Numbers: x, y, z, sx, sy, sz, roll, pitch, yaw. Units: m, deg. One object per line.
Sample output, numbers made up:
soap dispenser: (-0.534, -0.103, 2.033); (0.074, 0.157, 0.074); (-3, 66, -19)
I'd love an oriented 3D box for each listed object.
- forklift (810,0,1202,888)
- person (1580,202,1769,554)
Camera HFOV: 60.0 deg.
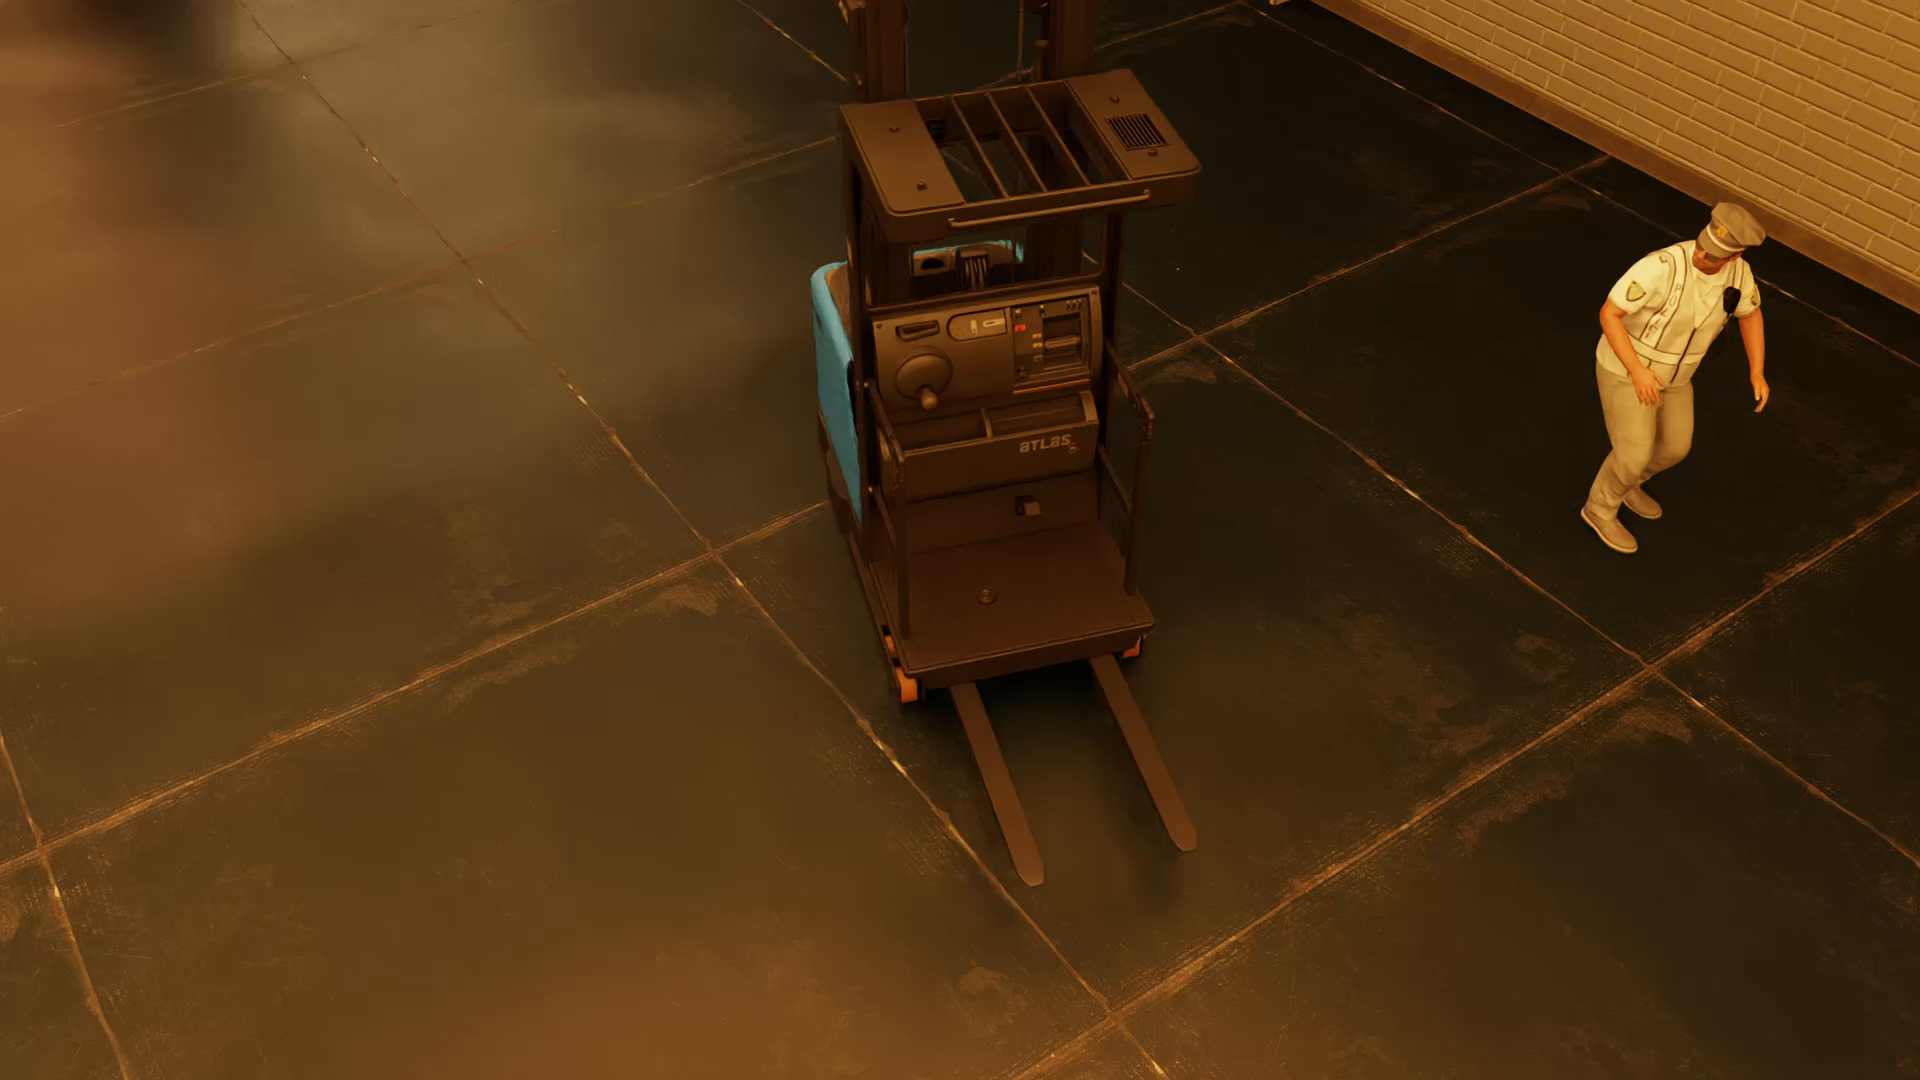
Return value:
forklift: (0.176, -0.678, 6.451); (1.130, 2.935, 3.031); (-11, 44, -11)
person: (3.181, -0.739, 7.445); (0.771, 1.711, 0.573); (-12, 44, -13)
